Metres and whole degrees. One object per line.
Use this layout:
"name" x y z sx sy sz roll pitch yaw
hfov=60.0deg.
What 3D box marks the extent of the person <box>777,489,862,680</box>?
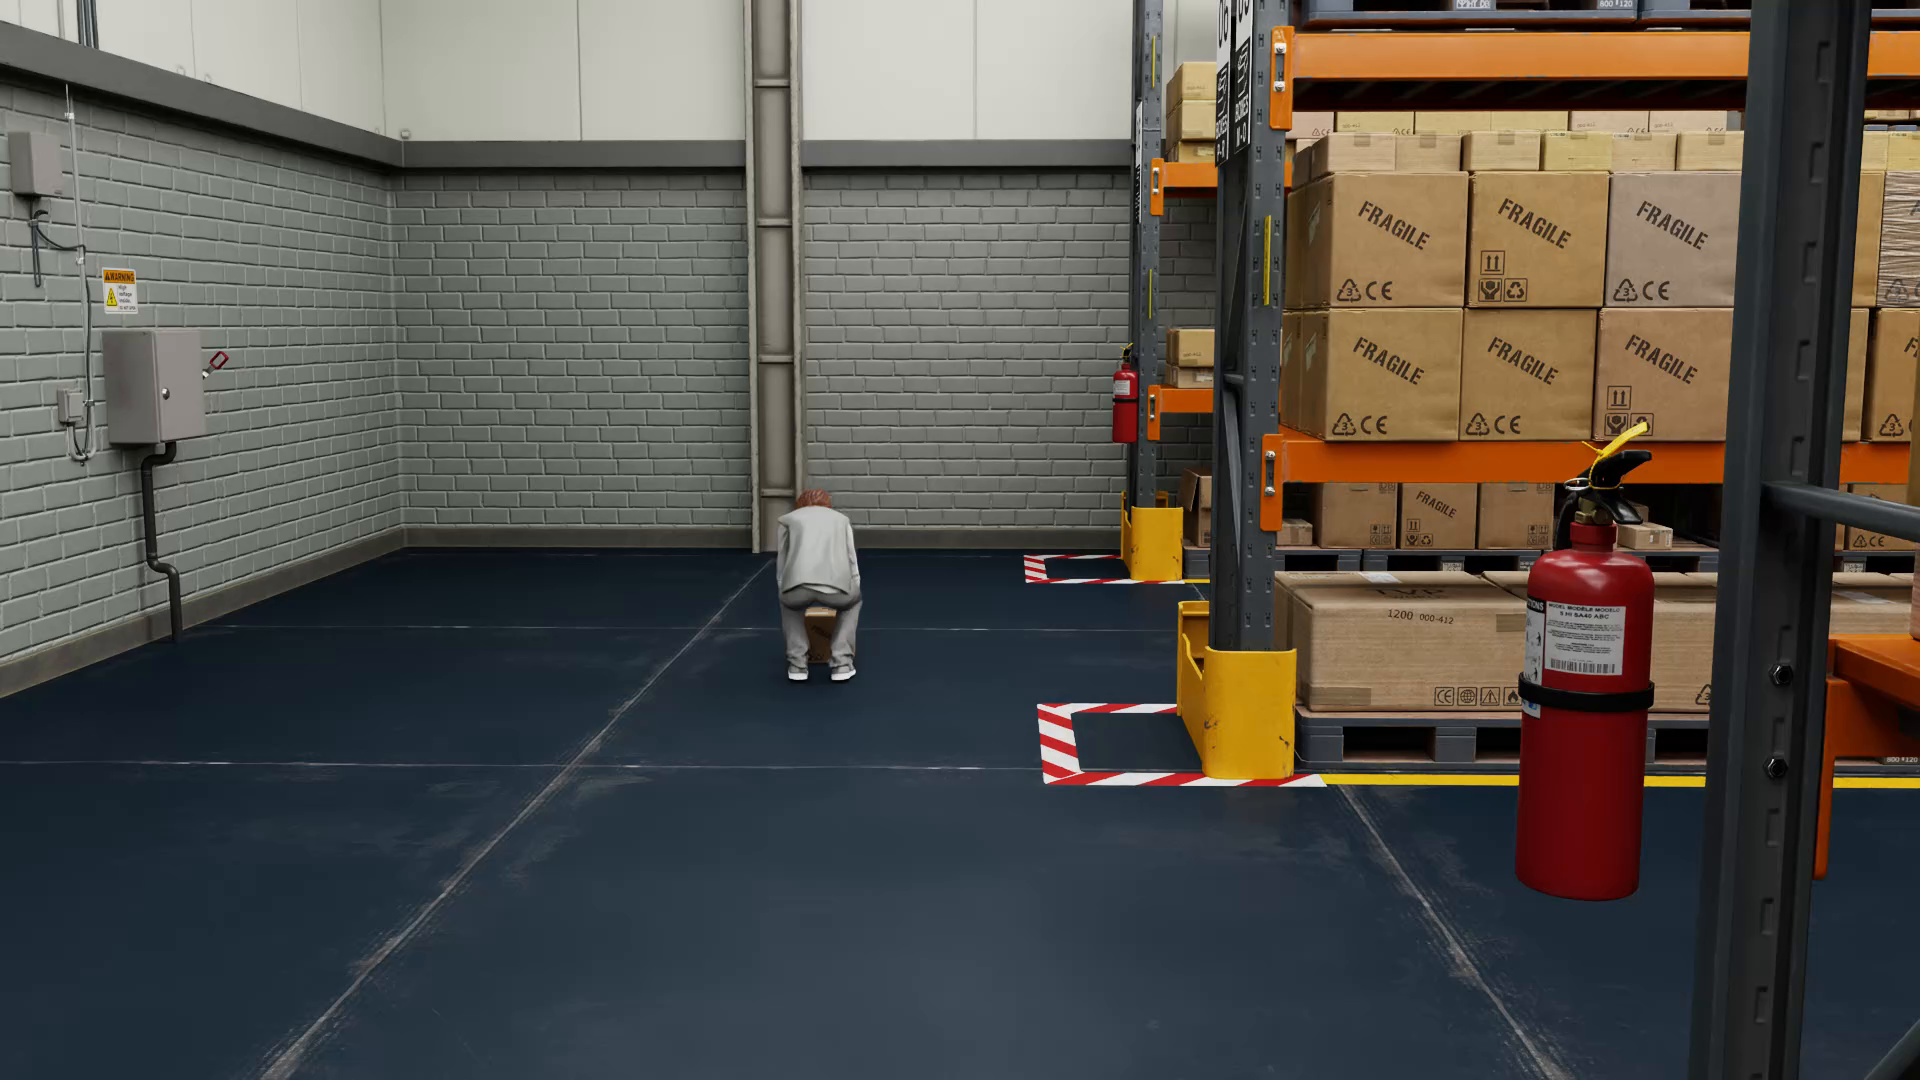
"person" -0.715 0.258 8.284 0.448 0.838 0.792 0 7 1
